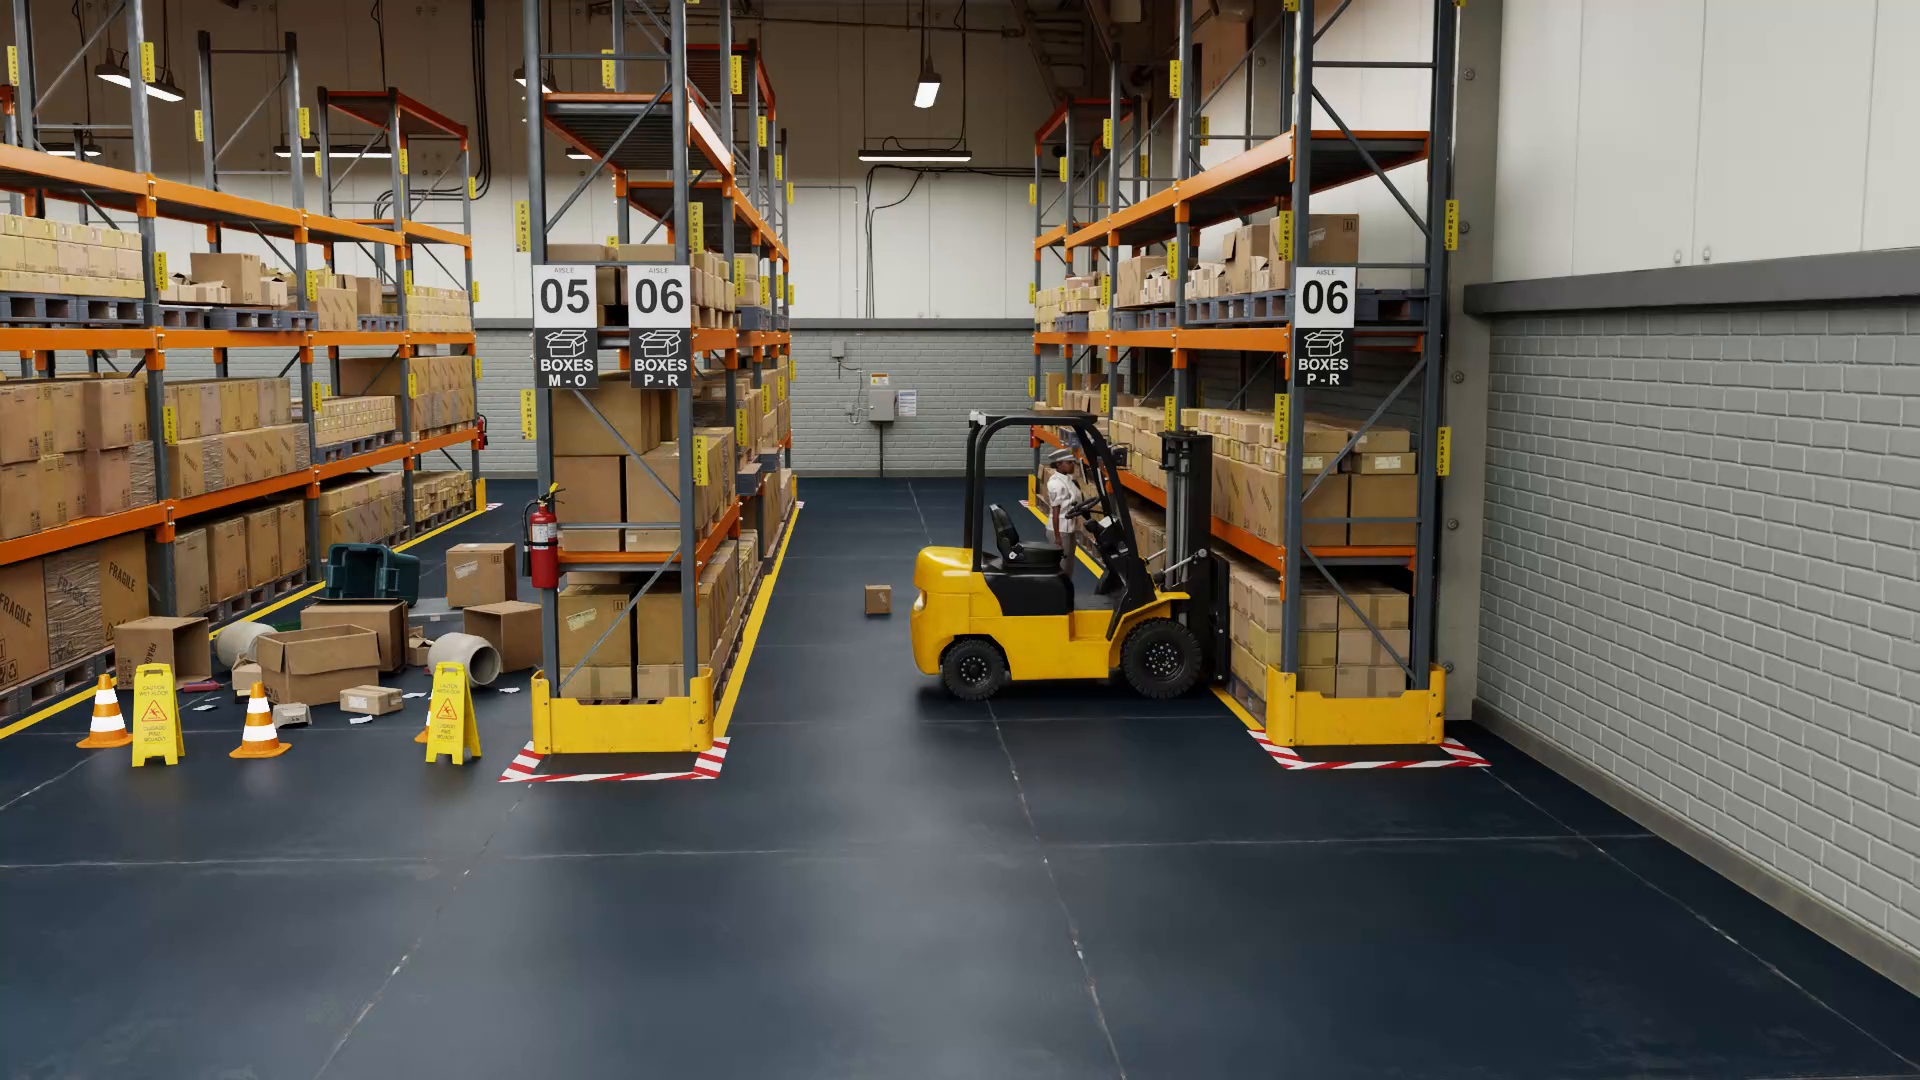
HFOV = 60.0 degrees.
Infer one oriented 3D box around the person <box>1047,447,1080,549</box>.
[{"bbox_3d":[1.000,-0.411,16.072,0.307,0.982,0.435,2,7,19],"label":"person"}]
